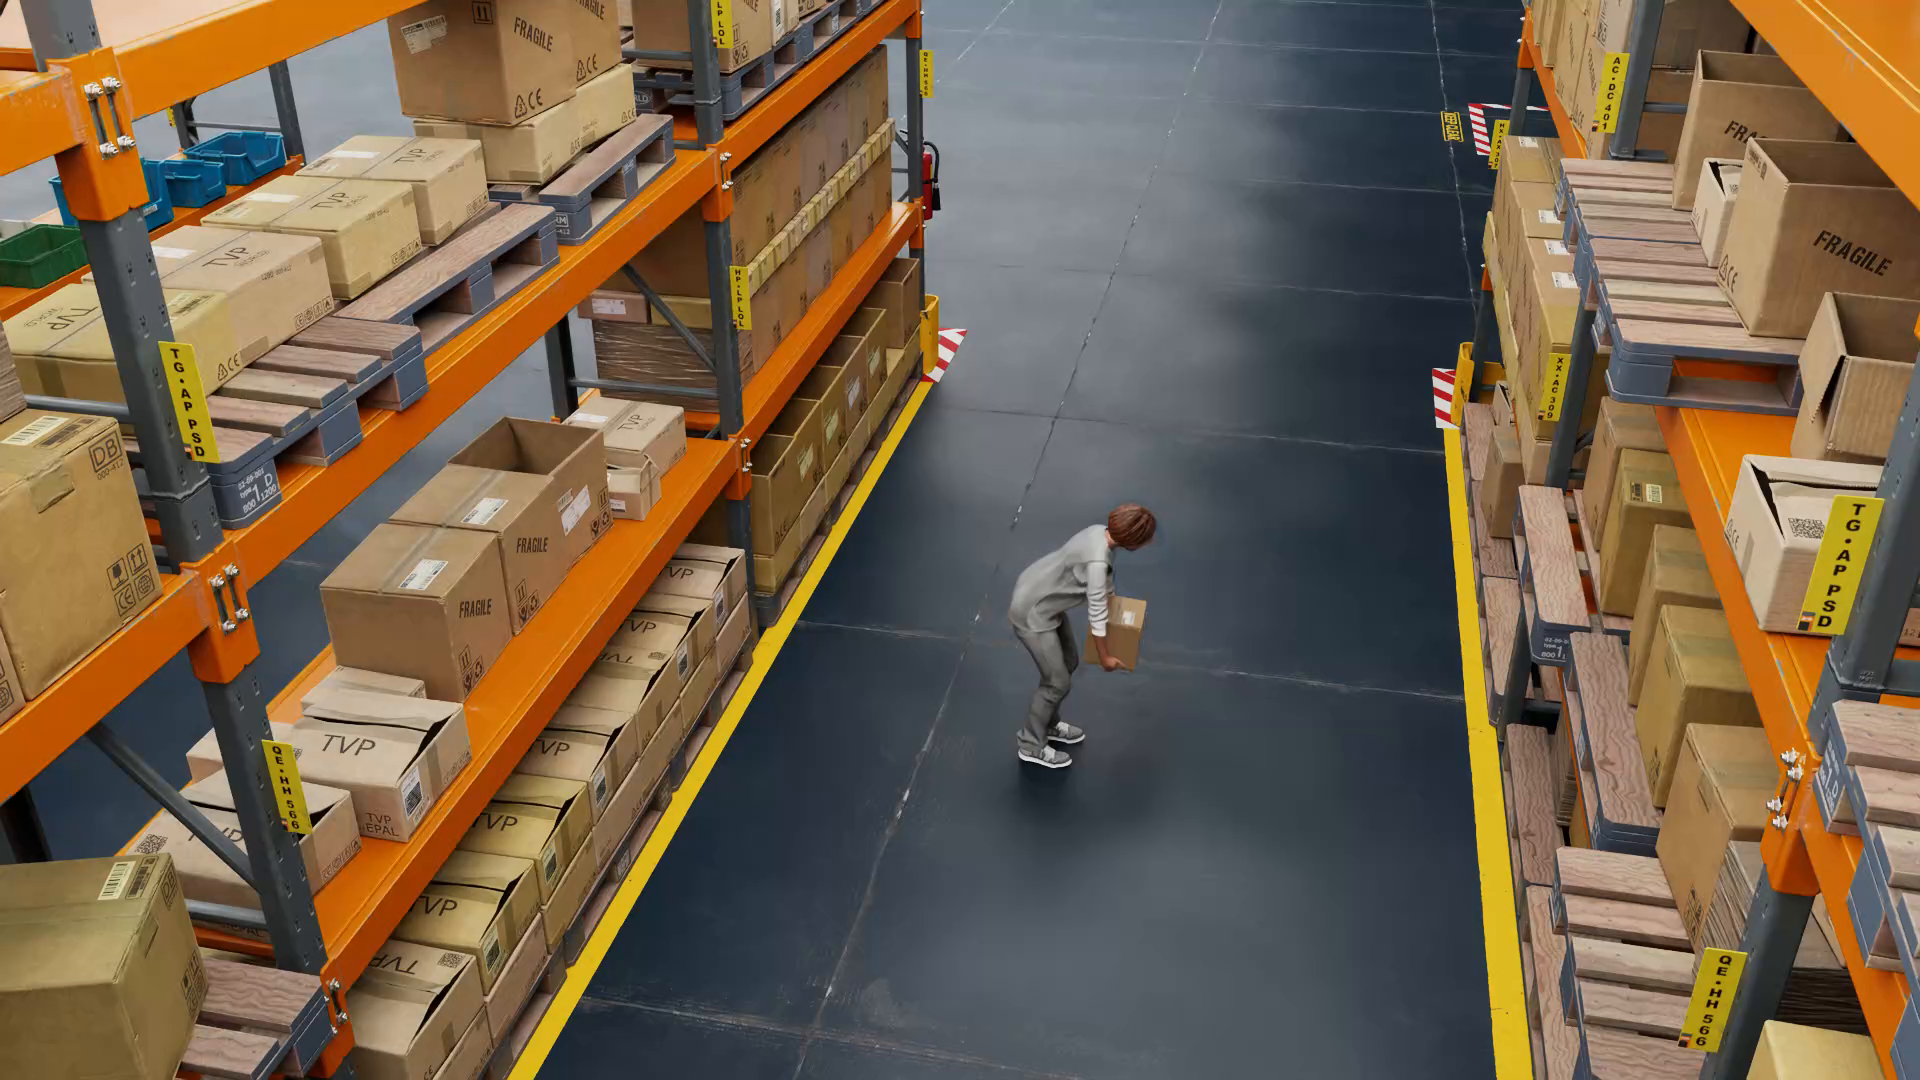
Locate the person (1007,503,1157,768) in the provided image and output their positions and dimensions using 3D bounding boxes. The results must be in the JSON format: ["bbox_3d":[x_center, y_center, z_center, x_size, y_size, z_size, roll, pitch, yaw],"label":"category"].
[{"bbox_3d":[0.567,0.451,8.012,0.687,1.404,0.383,5,30,9],"label":"person"}]
